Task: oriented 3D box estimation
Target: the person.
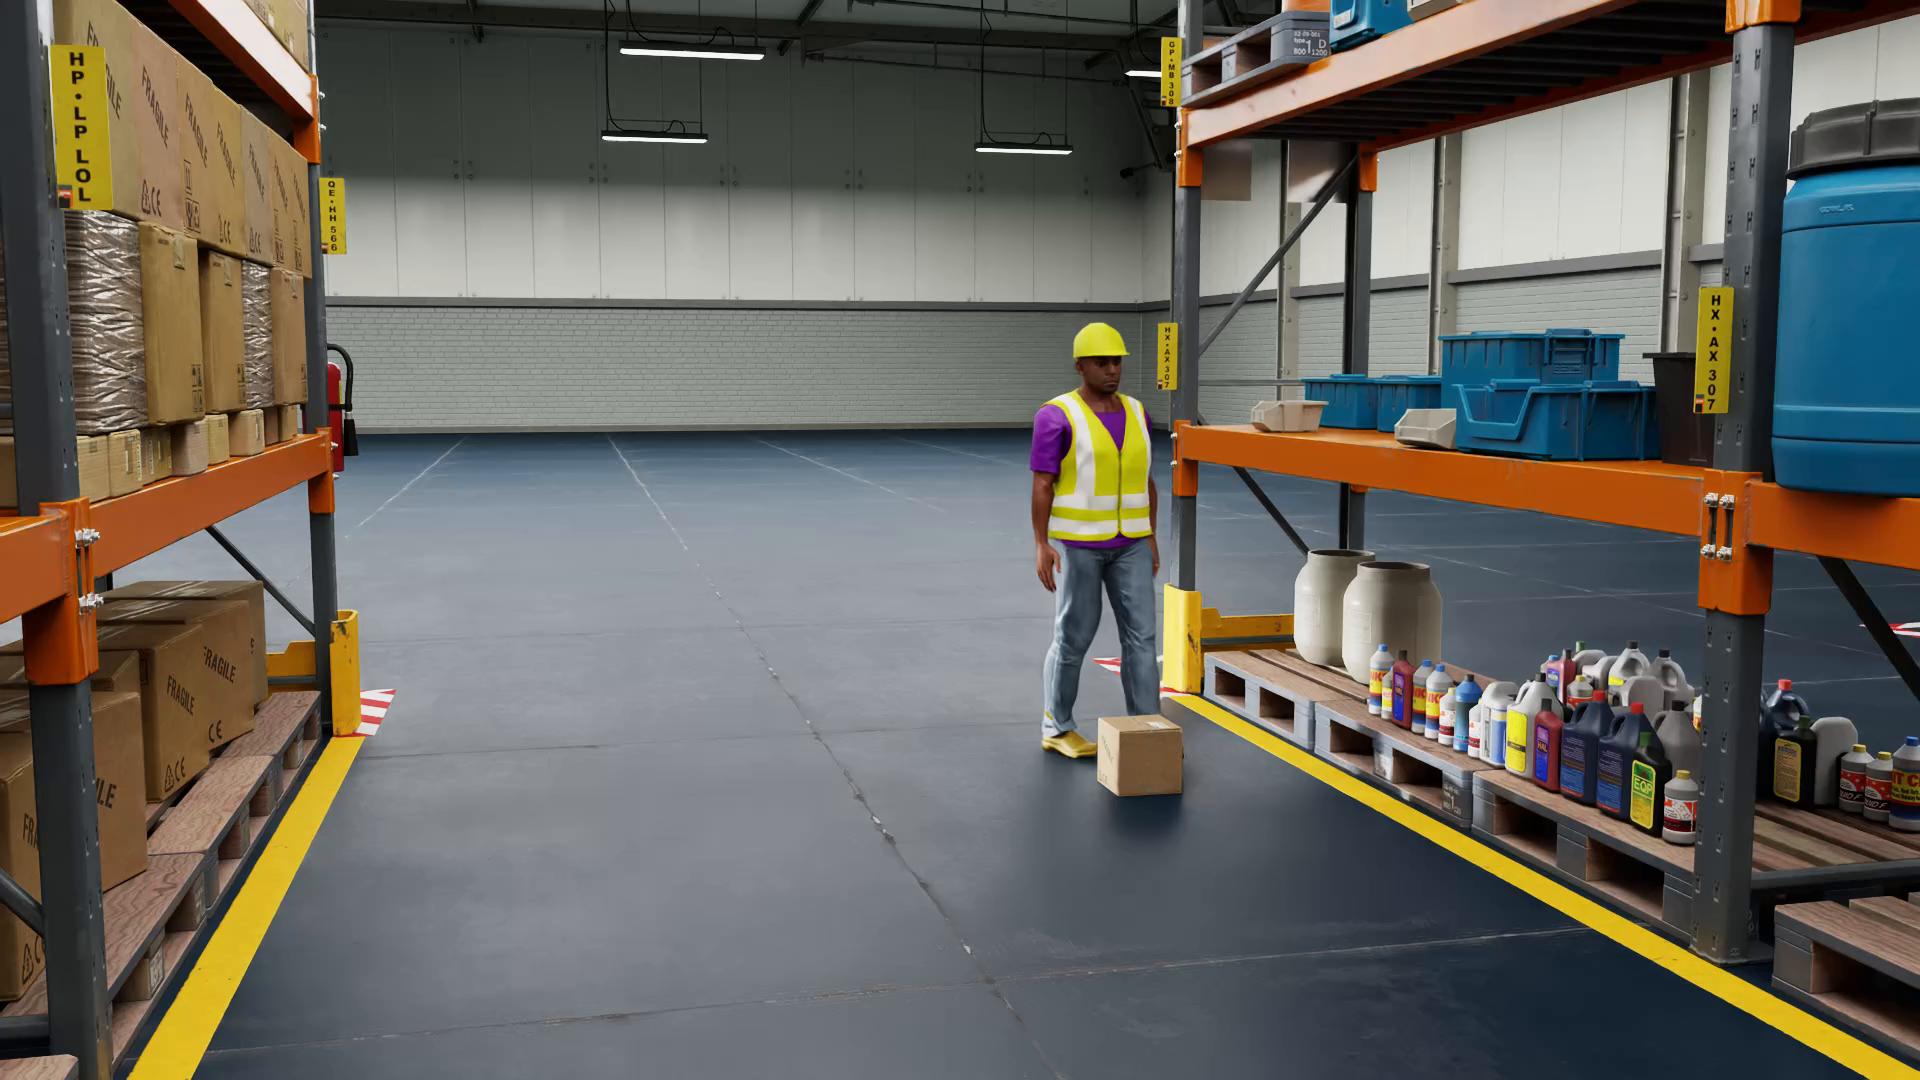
[{"bbox_3d":[0.611,0.019,6.643,0.592,1.761,0.667,-3,7,-26],"label":"person"}]
